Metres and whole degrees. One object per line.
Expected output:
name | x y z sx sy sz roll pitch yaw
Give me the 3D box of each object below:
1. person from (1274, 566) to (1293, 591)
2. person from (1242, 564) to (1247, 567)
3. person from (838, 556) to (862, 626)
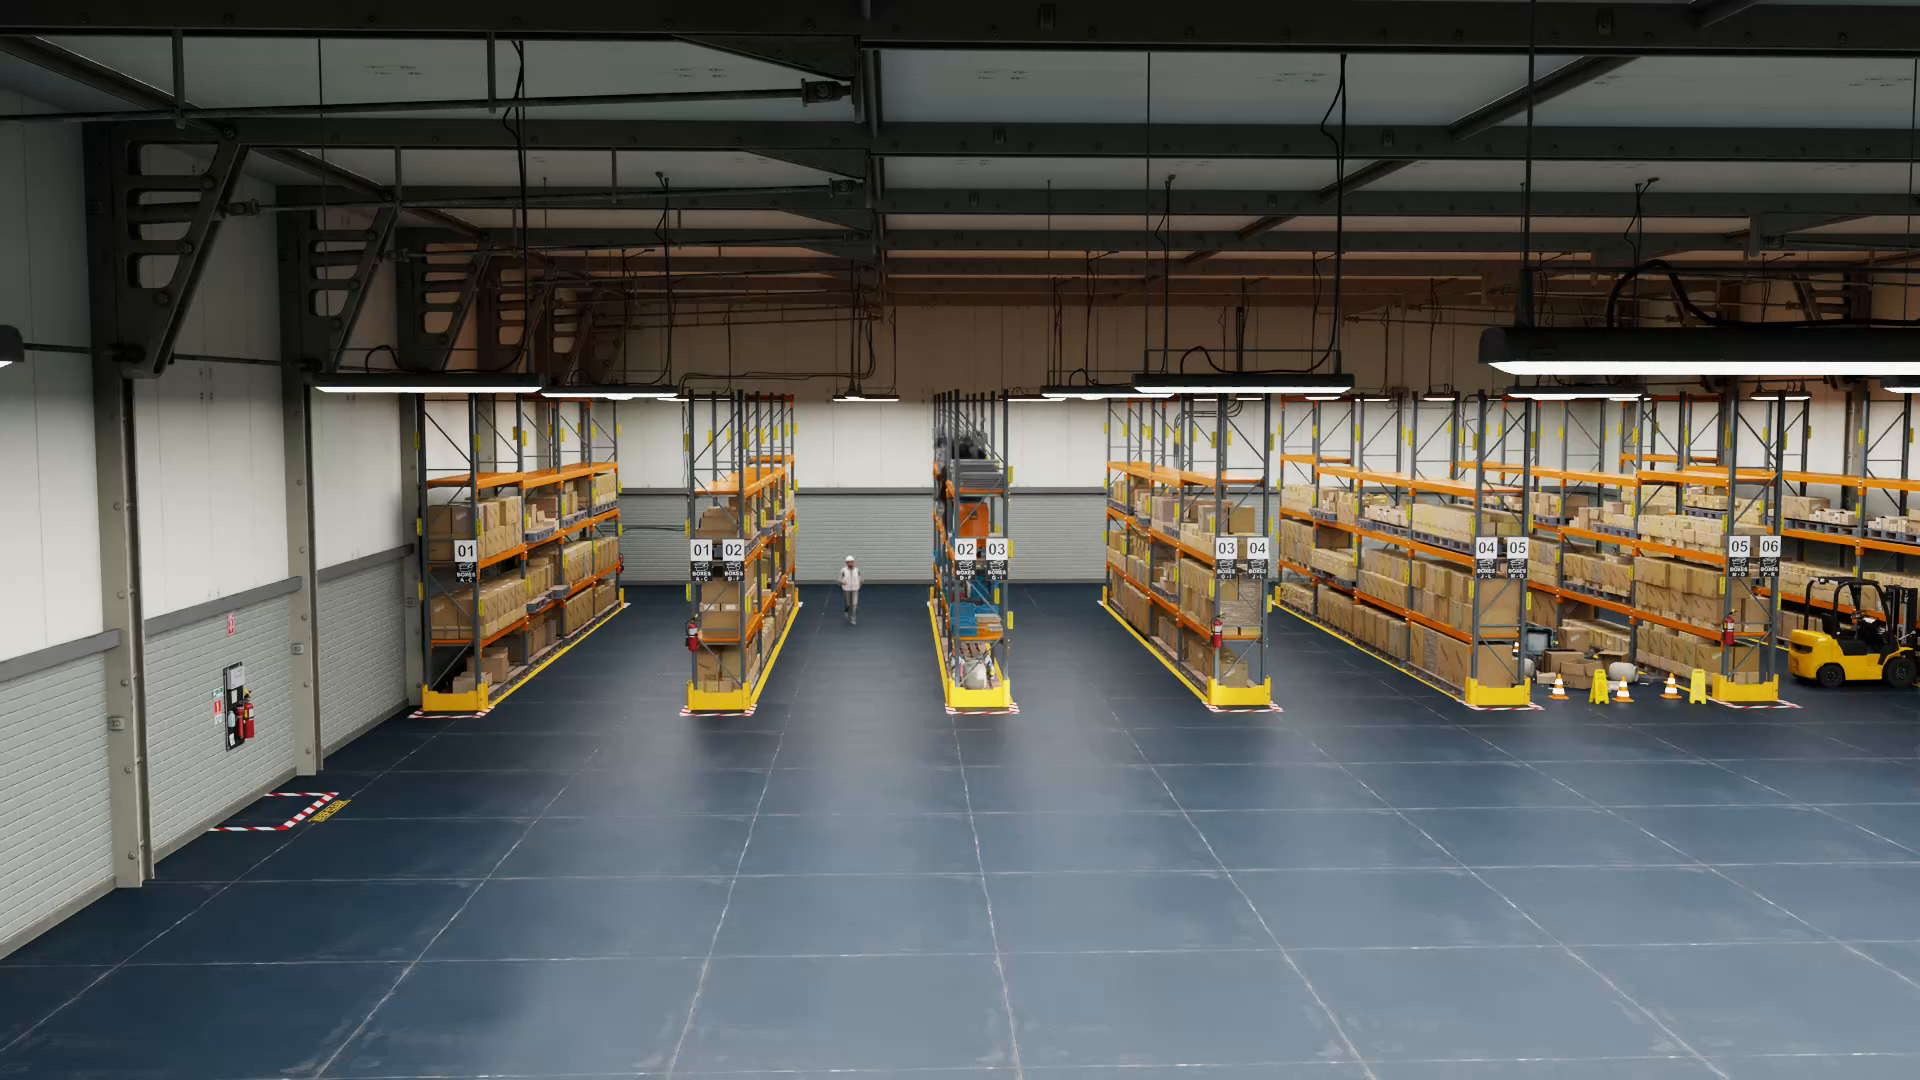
person | 9.545 0.892 48.725 0.568 1.751 0.697 -1 5 -12
person | 7.902 1.079 46.470 0.652 1.843 0.760 1 5 7
person | -2.860 1.307 43.428 0.661 1.777 0.922 -1 5 -12
